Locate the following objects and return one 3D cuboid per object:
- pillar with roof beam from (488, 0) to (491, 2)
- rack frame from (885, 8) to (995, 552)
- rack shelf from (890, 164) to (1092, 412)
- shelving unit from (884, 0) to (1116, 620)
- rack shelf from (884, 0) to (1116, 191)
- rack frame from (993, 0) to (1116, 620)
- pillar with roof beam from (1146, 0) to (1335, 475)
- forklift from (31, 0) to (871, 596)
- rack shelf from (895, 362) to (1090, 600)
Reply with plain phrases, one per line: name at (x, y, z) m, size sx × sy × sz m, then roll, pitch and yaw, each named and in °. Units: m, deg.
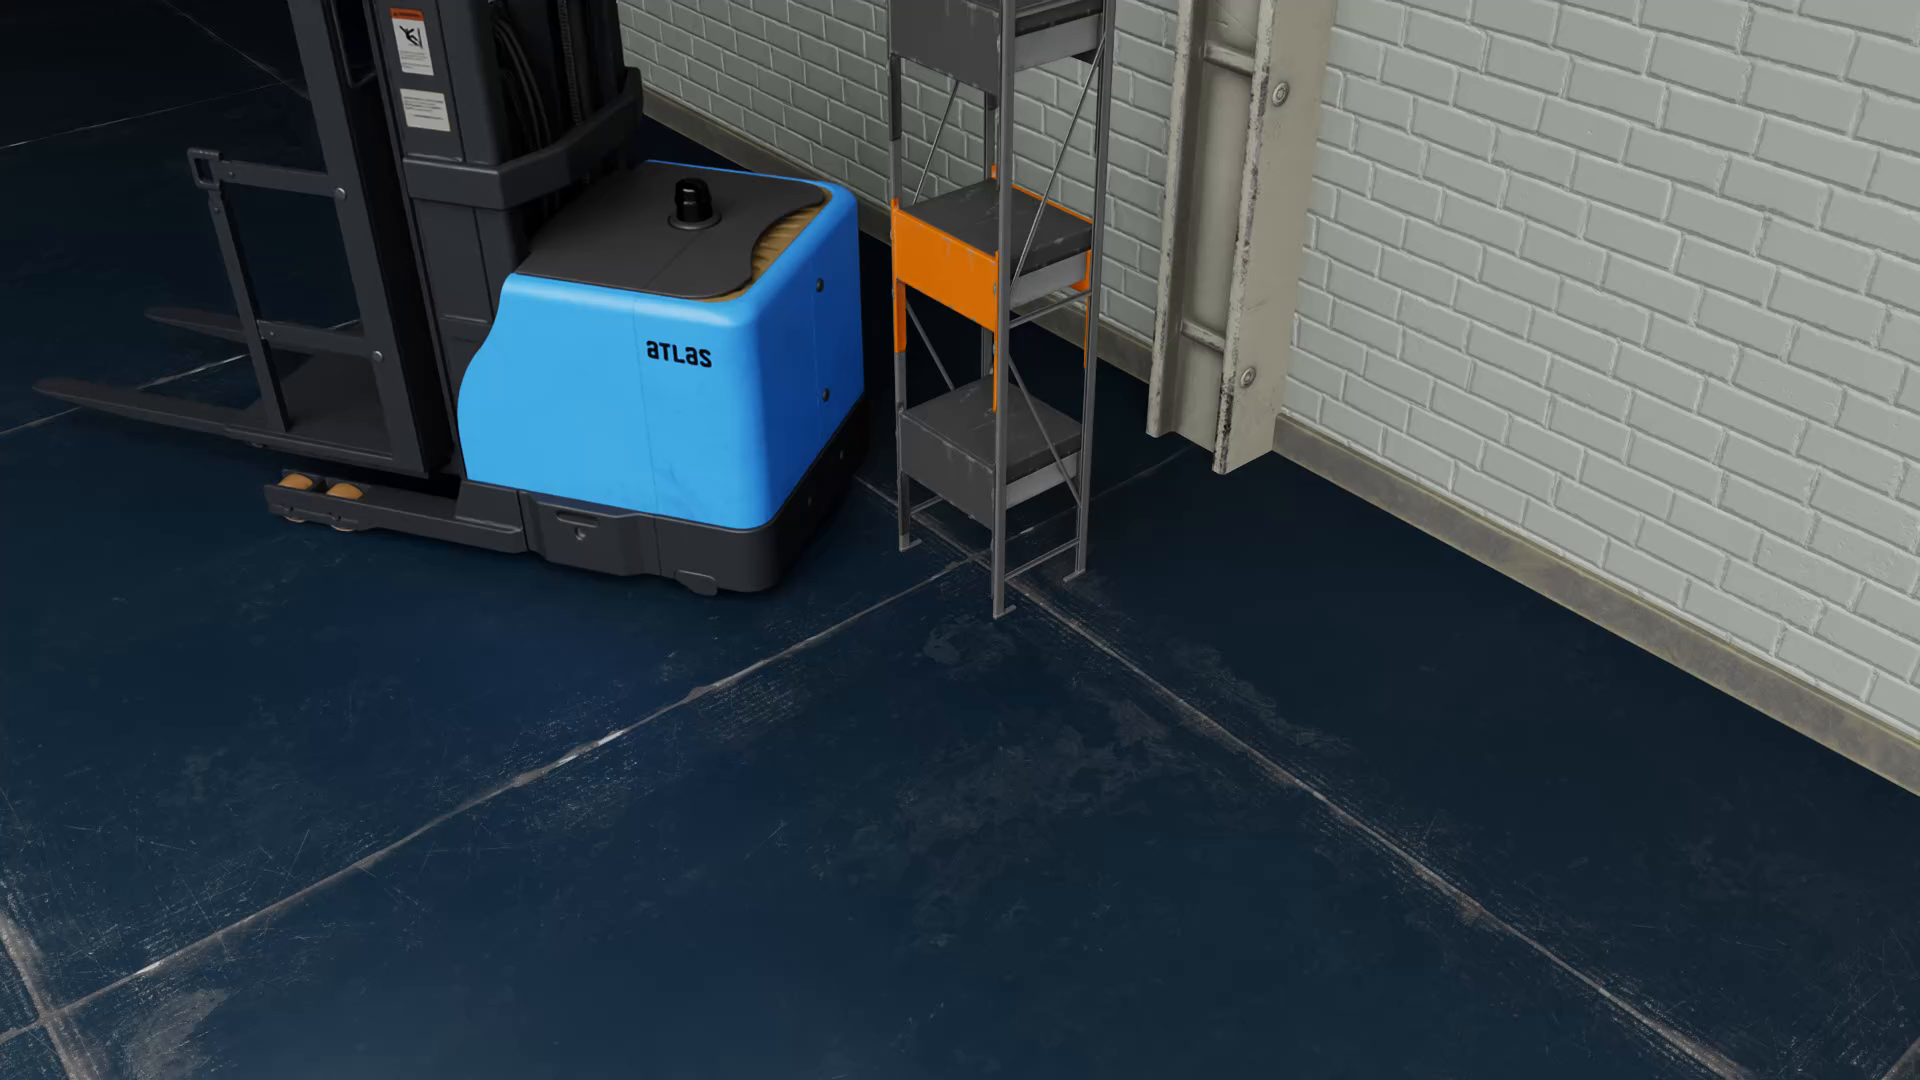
pillar with roof beam at (-6.212, -5.097, 5.161) m, size 9.100 × 9.000 × 0.400 m, roll -26°, pitch 43°, yaw -32°
rack frame at (-0.051, -0.892, 5.192) m, size 0.400 × 2.100 × 0.015 m, roll -26°, pitch 43°, yaw -32°
rack shelf at (0.107, -0.773, 5.048) m, size 0.431 × 0.518 × 0.480 m, roll -26°, pitch 43°, yaw -32°
shelving unit at (0.107, -0.784, 5.040) m, size 0.431 × 2.100 × 0.503 m, roll -26°, pitch 43°, yaw -32°
rack shelf at (0.107, -1.344, 4.643) m, size 0.431 × 0.518 × 0.480 m, roll -26°, pitch 43°, yaw -32°
rack frame at (0.264, -0.676, 4.888) m, size 0.400 × 2.100 × 0.015 m, roll -26°, pitch 43°, yaw -32°
pillar with roof beam at (-2.340, -2.448, 1.421) m, size 9.100 × 9.000 × 0.400 m, roll -26°, pitch 43°, yaw -32°
forklift at (-1.905, -1.503, 5.337) m, size 3.031 × 2.935 × 1.130 m, roll 10°, pitch 37°, yaw 14°
rack shelf at (0.107, -0.201, 5.452) m, size 0.431 × 0.518 × 0.480 m, roll -26°, pitch 43°, yaw -32°
